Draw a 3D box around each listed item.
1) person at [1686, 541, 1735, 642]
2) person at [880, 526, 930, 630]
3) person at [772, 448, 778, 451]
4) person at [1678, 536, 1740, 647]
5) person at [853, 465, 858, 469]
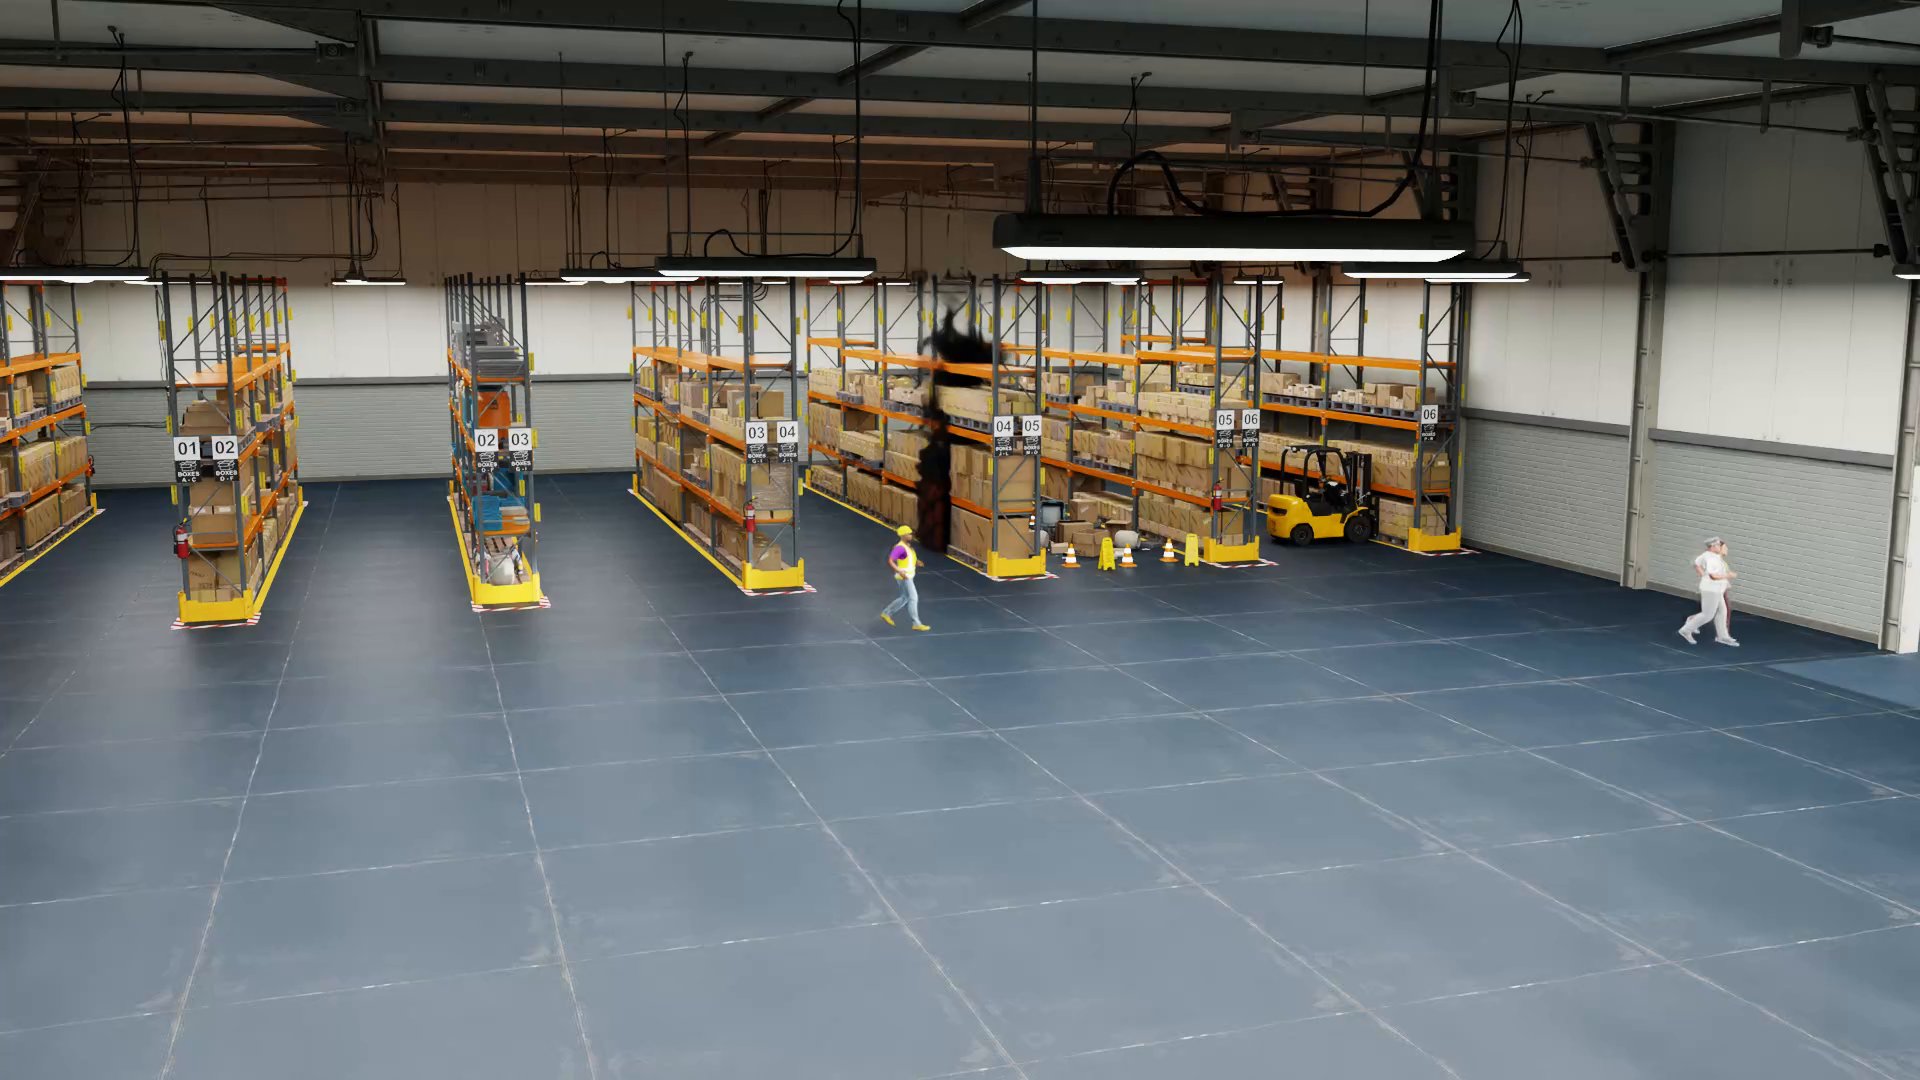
[{"bbox_3d":[12.302,0.830,27.131,0.752,1.642,0.577,6,10,33],"label":"person"},{"bbox_3d":[-0.925,0.630,27.954,0.872,1.755,0.716,1,9,7],"label":"person"},{"bbox_3d":[-5.488,-2.467,48.868,0.752,1.690,0.563,7,11,38],"label":"person"},{"bbox_3d":[12.040,0.815,26.625,0.924,1.778,0.664,3,9,21],"label":"person"},{"bbox_3d":[-3.026,-2.617,49.435,0.740,1.770,0.965,-8,12,-43],"label":"person"}]
